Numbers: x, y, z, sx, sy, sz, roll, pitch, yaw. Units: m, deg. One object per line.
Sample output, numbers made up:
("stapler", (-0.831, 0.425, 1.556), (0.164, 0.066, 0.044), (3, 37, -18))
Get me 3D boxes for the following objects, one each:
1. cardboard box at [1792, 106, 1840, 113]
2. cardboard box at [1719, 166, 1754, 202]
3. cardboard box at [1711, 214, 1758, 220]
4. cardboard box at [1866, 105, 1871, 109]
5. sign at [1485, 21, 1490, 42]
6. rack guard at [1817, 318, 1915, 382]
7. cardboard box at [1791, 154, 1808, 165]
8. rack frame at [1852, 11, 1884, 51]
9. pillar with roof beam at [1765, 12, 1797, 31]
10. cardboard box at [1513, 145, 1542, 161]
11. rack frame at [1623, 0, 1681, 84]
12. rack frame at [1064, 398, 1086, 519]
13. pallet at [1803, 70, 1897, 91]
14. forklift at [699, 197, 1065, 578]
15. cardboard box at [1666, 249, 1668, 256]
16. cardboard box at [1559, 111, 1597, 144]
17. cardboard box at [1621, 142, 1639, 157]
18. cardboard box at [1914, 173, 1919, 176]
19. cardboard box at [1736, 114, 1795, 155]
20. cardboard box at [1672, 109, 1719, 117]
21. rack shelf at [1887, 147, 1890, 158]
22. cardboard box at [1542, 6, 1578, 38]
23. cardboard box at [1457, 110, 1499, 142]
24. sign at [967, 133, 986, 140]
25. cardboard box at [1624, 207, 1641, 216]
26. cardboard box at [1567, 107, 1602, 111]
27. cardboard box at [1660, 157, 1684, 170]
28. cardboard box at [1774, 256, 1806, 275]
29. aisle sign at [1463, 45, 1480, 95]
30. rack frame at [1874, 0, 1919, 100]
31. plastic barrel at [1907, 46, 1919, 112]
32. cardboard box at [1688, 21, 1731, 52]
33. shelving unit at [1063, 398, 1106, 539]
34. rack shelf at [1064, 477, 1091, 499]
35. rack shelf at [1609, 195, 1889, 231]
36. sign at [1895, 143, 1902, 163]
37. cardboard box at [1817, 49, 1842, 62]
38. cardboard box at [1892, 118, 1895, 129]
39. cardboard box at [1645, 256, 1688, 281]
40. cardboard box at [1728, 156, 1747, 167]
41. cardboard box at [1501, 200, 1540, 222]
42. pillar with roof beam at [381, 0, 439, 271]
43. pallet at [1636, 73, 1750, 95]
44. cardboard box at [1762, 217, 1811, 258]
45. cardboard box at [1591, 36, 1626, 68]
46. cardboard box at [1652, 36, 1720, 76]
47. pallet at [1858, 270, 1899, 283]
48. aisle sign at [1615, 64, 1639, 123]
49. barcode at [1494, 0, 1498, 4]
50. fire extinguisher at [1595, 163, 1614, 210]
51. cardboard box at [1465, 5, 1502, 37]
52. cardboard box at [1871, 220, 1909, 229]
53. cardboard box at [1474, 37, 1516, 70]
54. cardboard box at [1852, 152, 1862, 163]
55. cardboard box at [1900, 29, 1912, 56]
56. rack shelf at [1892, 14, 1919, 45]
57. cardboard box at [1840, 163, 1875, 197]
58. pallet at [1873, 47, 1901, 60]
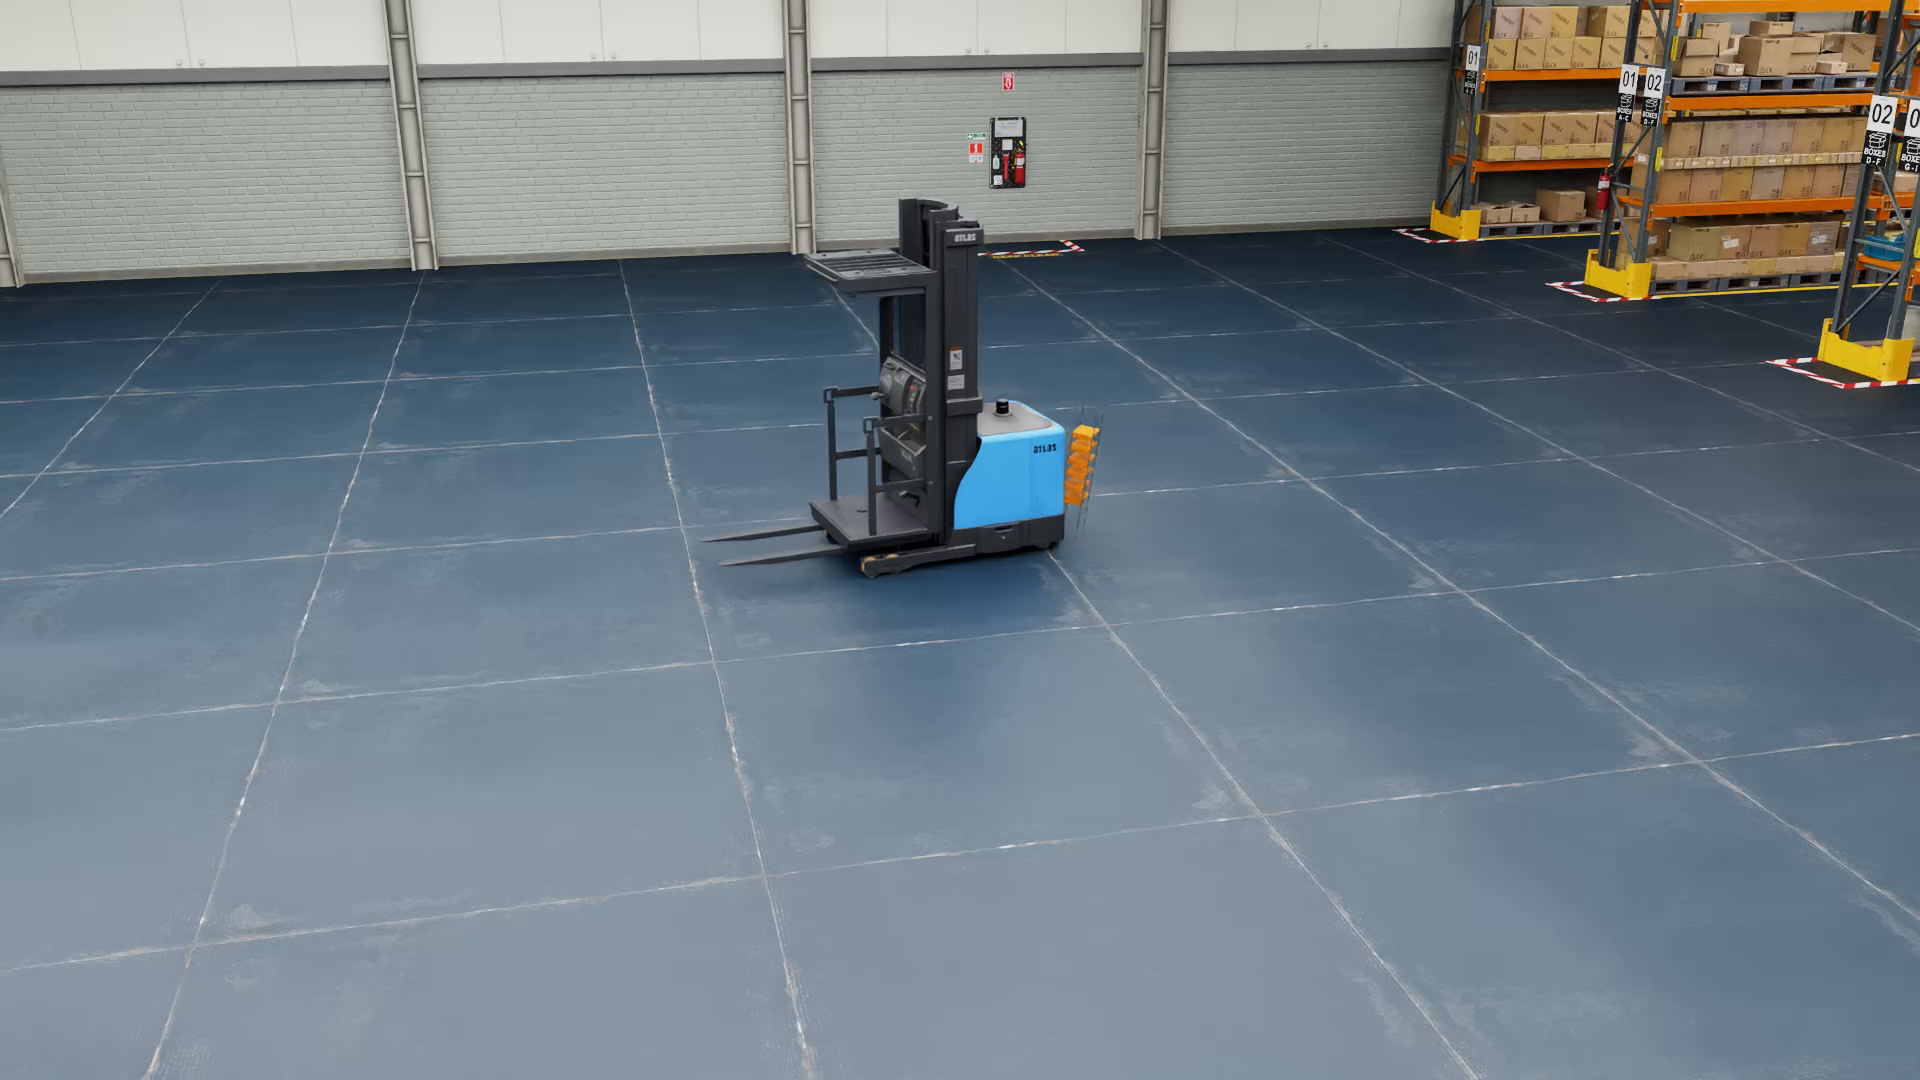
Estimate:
("cardboard box", (15.393, -7.571, 30.059), (0.500, 0.500, 0.700), (-7, 21, -18))
("cardboard box", (11.195, -5.281, 24.446), (0.500, 0.500, 0.700), (-5, 21, -12))
("cardboard box", (11.654, -4.644, 25.150), (0.500, 0.500, 0.500), (-5, 21, -12))
("cardboard box", (16.767, -8.082, 30.543), (0.500, 0.250, 0.500), (-4, 21, -11))
("sign", (8.725, -8.416, 27.518), (0.005, 0.325, 0.100), (-5, 21, -12))
("rack guard", (10.943, -2.310, 20.116), (0.348, 0.500, 1.175), (-5, 21, -12))
("cardboard box", (12.185, -5.595, 24.362), (0.250, 0.149, 0.380), (-4, 21, -11))
("rack frame", (16.385, -10.229, 29.377), (0.127, 3.000, 1.000), (-5, 21, -12))
("pillar with roof beam", (15.912, -8.974, 25.952), (0.400, 9.000, 9.100), (-5, 21, -12))
("cardboard box", (9.650, -6.696, 28.643), (0.500, 0.250, 0.500), (-5, 21, -14))
("rack frame", (9.744, -7.937, 23.122), (0.127, 3.000, 1.000), (-5, 21, -12))
("rack frame", (0.959, -0.636, 14.468), (0.006, 1.200, 0.240), (16, 24, 17))
("pallet", (12.812, -6.728, 24.310), (1.213, 0.211, 1.003), (-5, 21, -12))
("forklift", (-0.665, -1.272, 13.748), (3.031, 2.935, 1.130), (-8, 22, -22))
("cardboard box", (10.681, -4.212, 25.060), (0.500, 0.250, 0.500), (-5, 21, -12))
("cardboard box", (10.621, -7.126, 28.728), (0.500, 0.500, 0.500), (-4, 20, -11))
("cardboard box", (11.615, -6.858, 29.087), (0.500, 0.250, 0.500), (-5, 21, -12))
("cardboard box", (14.900, -5.581, 25.266), (0.500, 0.500, 0.500), (-3, 20, -9))
("cardboard box", (11.741, -5.937, 24.351), (0.500, 0.500, 0.700), (-5, 21, -12))
("cardboard box", (12.996, -7.377, 29.530), (0.500, 0.500, 0.700), (-5, 21, -12))
("rack shelf", (18.332, -7.232, 30.964), (4.000, 0.370, 1.077), (-5, 21, -12))
("cardboard box", (10.027, -8.729, 28.016), (0.500, 0.500, 0.500), (-4, 21, -11))
("cardboard box", (9.010, -7.178, 28.869), (0.500, 0.500, 0.500), (-5, 21, -13))
("sign", (0.274, -6.719, 27.696), (0.331, 0.109, 0.001), (-5, 21, -12))
("cardboard box", (11.979, -5.919, 29.813), (0.250, 0.166, 0.380), (-7, 21, -20))
("cardboard box", (10.997, -7.342, 29.316), (0.500, 0.500, 0.500), (-4, 21, -11))
("cardboard box", (10.175, -5.431, 23.913), (0.250, 0.149, 0.380), (-5, 21, -13))
("cardboard box", (12.263, -4.153, 24.899), (0.500, 0.250, 0.500), (-5, 21, -12))
("aisle sign", (8.599, -7.893, 27.943), (0.004, 0.787, 0.394), (-5, 21, -12))
("rack frame", (10.880, -6.279, 18.595), (0.127, 3.000, 1.000), (-5, 21, -12))
("plastic barrel", (11.324, -5.351, 19.186), (0.708, 0.830, 0.600), (-5, 21, -12))
("cardboard box", (13.043, -8.764, 28.984), (0.500, 0.500, 0.500), (-2, 20, -5))
("shelving unit", (1.044, -0.613, 14.441), (0.189, 1.200, 0.258), (16, 24, 17))
("rack shelf", (1.022, -0.463, 14.505), (0.180, 0.103, 0.258), (16, 24, 17))
("rack shelf", (11.690, -4.941, 24.710), (4.000, 0.370, 1.077), (-5, 21, -12))
("sign", (13.766, -5.695, 24.349), (0.005, 0.325, 0.100), (-5, 21, -12))
("cardboard box", (12.560, -7.072, 24.437), (0.500, 0.311, 0.500), (-6, 21, -15))
("cardboard box", (16.917, -7.560, 30.208), (0.500, 0.500, 0.500), (-4, 21, -11))
("cardboard box", (10.317, -3.995, 24.467), (0.500, 0.250, 0.500), (-5, 21, -12))
("cardboard box", (11.179, -5.513, 24.138), (0.250, 0.149, 0.380), (-5, 21, -14))
("cardboard box", (9.849, -5.792, 29.257), (0.500, 0.311, 0.500), (-3, 20, -8))
("pillar with roof beam", (-7.444, -7.075, 20.767), (0.400, 9.000, 9.100), (-5, 21, -12))
("pallet", (10.438, -6.535, 23.782), (1.213, 0.211, 1.003), (-5, 21, -12))
("cardboard box", (12.260, -4.509, 24.781), (0.500, 0.500, 0.500), (-5, 21, -12))
("cardboard box", (11.033, -8.345, 28.421), (0.500, 0.500, 0.500), (-5, 21, -15))
("cardboard box", (10.304, -6.884, 23.644), (0.637, 0.503, 0.797), (-3, 20, -9))
("pallet", (14.344, -4.199, 25.693), (1.213, 0.211, 1.003), (-5, 21, -12))
("aisle sign", (9.612, -6.434, 23.961), (0.004, 0.787, 0.394), (-5, 21, -12))
("barcode", (9.176, -9.209, 28.482), (0.075, 0.075, 0.001), (-5, 21, -12))
("fire extinguisher", (9.522, -5.230, 24.566), (0.183, 0.674, 0.296), (-5, 21, -12))
("cardboard box", (8.960, -8.834, 28.303), (0.500, 0.500, 0.500), (-4, 20, -10))
("cardboard box", (14.469, -4.778, 25.790), (0.500, 0.311, 0.500), (-4, 21, -11))
("cardboard box", (8.983, -8.186, 27.987), (0.500, 0.500, 0.500), (-4, 21, -11))
("cardboard box", (13.180, -5.677, 24.584), (0.250, 0.149, 0.380), (-5, 21, -14))
("cardboard box", (14.246, -7.360, 24.424), (0.500, 0.500, 0.500), (-4, 21, -12))
("rack shelf", (12.826, -5.912, 19.220), (4.000, 0.370, 1.077), (-5, 21, -12))
("cardboard box", (13.206, -5.447, 24.900), (0.500, 0.500, 0.700), (-5, 21, -14))
("pallet", (17.000, -8.800, 30.113), (1.003, 0.211, 1.213), (-4, 20, -10))
